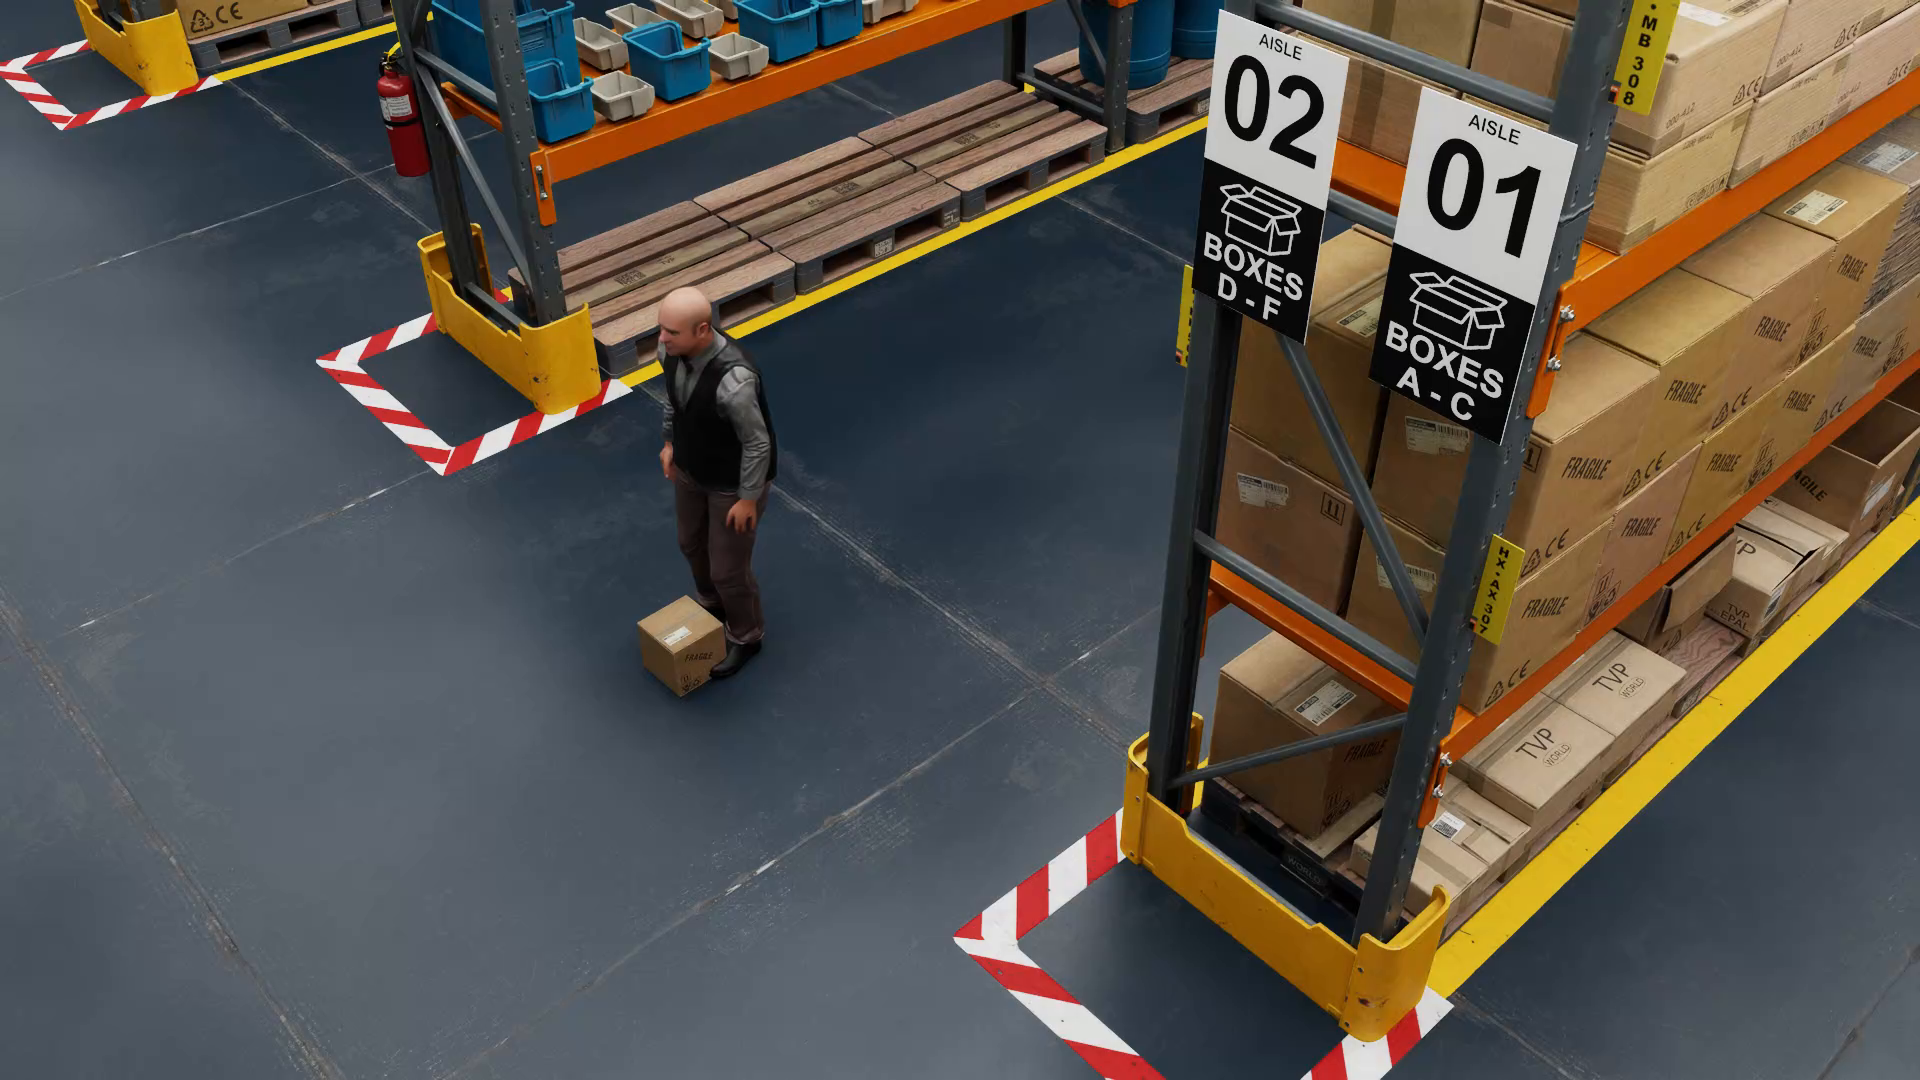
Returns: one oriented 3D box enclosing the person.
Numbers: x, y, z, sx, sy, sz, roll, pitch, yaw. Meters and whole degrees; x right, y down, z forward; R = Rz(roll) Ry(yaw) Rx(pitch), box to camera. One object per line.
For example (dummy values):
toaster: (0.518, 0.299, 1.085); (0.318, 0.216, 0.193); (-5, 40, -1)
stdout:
person: (-0.951, -0.250, 6.477); (0.460, 1.722, 0.580); (-30, 48, -31)
